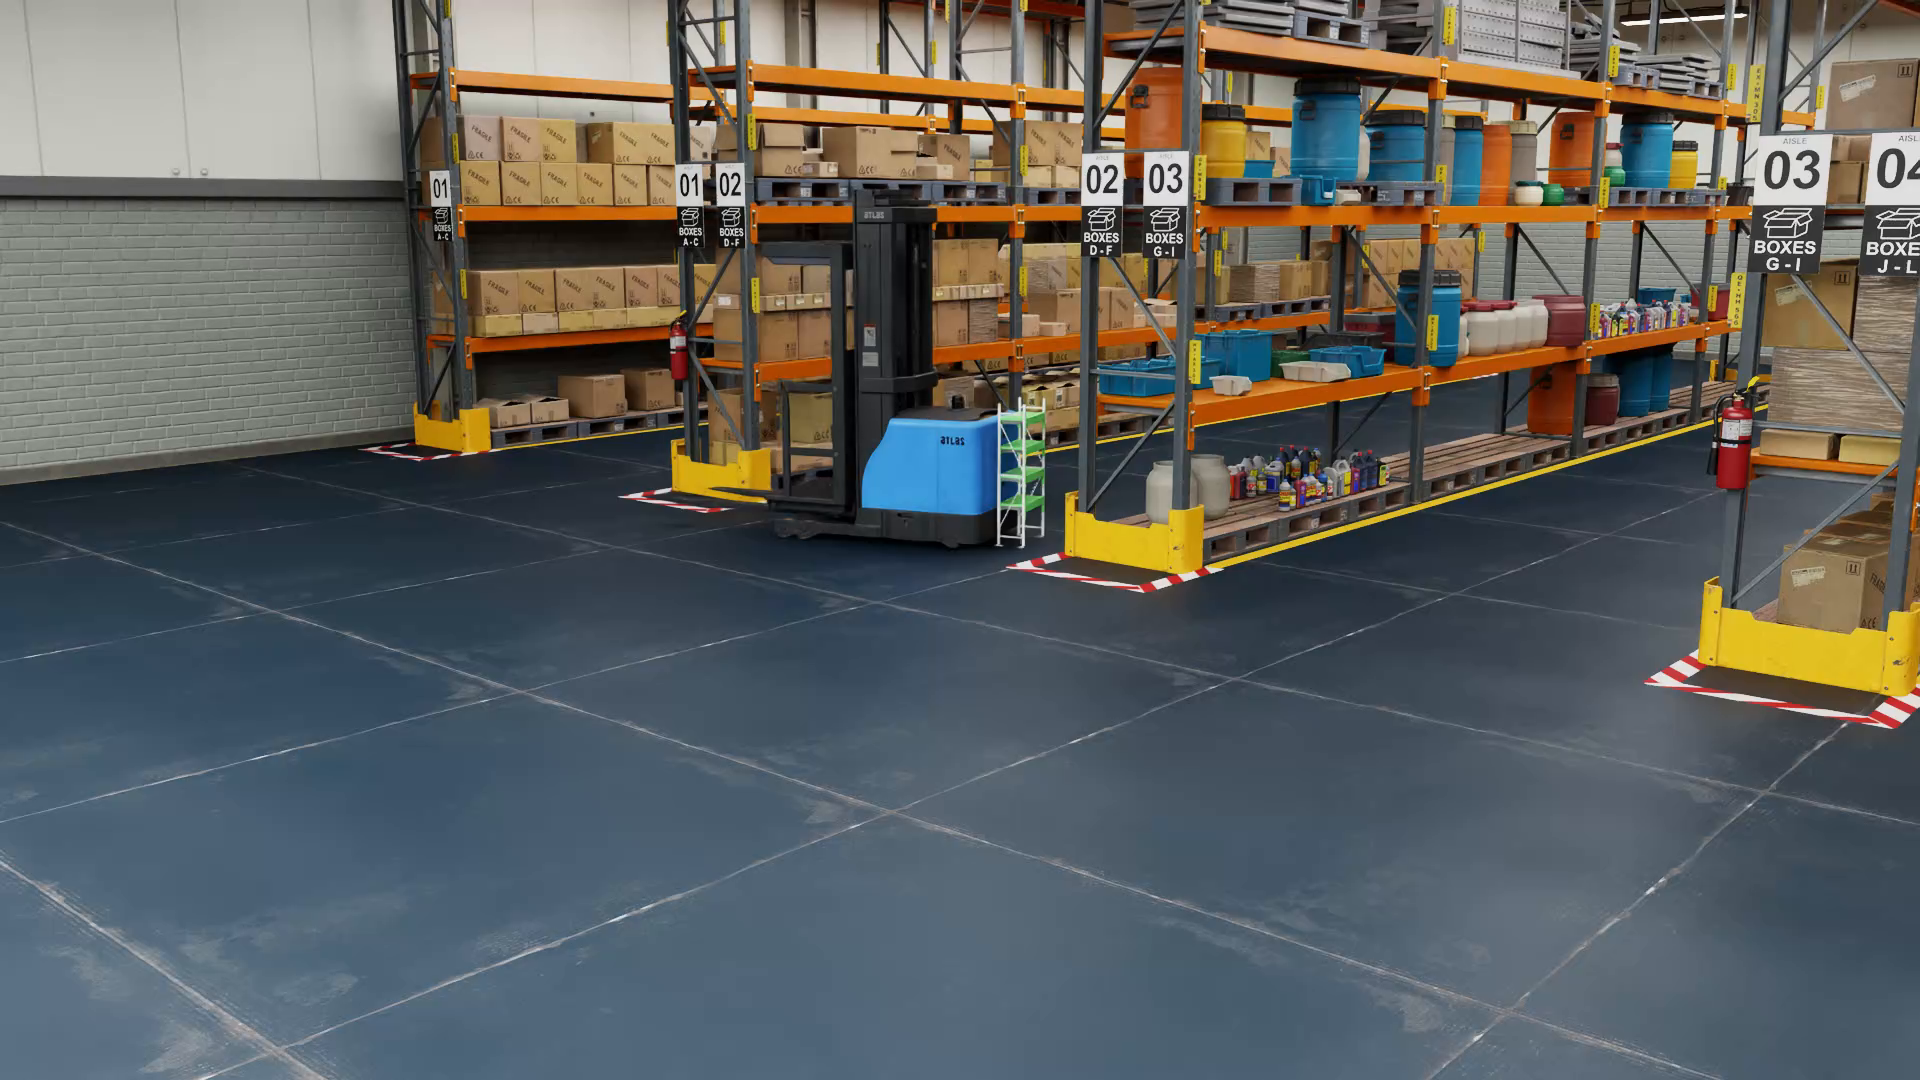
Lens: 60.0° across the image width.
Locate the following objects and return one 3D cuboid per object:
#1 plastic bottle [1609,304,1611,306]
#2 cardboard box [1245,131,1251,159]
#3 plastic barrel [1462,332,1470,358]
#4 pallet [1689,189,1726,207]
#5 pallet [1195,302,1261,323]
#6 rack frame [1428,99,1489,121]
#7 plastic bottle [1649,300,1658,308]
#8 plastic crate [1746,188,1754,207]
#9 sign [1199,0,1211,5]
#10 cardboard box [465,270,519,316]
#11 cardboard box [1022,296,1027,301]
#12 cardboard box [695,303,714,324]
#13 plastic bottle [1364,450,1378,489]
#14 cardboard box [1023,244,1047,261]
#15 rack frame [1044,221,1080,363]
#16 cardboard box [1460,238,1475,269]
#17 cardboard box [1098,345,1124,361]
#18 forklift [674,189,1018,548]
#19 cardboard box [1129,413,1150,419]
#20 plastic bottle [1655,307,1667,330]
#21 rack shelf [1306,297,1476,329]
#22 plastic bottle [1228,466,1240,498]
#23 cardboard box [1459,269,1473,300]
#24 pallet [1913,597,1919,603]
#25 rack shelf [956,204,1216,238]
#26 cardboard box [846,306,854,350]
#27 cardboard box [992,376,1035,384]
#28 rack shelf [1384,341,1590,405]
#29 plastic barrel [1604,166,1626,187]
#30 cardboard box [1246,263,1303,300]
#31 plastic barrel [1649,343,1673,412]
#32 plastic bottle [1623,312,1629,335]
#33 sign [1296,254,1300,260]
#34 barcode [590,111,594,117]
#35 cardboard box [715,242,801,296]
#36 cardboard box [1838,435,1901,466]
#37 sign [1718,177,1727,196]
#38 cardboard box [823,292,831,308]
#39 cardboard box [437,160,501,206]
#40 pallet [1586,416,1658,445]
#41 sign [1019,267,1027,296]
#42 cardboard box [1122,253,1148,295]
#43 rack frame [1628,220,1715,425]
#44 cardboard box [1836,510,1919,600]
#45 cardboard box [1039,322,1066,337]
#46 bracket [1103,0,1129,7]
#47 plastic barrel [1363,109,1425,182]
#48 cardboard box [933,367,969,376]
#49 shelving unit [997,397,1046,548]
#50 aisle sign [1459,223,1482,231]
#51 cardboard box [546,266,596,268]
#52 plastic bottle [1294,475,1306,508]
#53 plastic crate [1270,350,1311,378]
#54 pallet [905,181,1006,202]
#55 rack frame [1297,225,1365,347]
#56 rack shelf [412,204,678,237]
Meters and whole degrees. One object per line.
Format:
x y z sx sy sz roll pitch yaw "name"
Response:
8.360 -2.902 21.409 0.097 0.271 0.097 0 11 0 "plastic bottle"
3.561 -5.252 22.382 0.500 0.500 0.500 10 15 40 "cardboard box"
4.999 -1.981 16.824 0.301 0.262 0.301 0 11 0 "plastic barrel"
8.846 -4.301 20.912 1.213 0.211 1.003 10 15 40 "pallet"
3.326 -3.118 22.654 1.213 0.211 1.003 10 15 40 "pallet"
8.213 -7.222 27.396 1.000 3.000 0.127 10 15 40 "rack frame"
8.699 -2.841 20.901 0.144 0.351 0.185 10 15 40 "plastic bottle"
11.467 -5.026 24.390 0.497 0.269 0.590 10 15 40 "plastic crate"
1.780 -4.053 12.062 0.100 0.325 0.005 10 15 40 "sign"
-5.532 -2.902 19.498 0.500 0.500 0.500 10 15 40 "cardboard box"
0.967 -3.951 26.924 0.380 0.149 0.250 9 15 39 "cardboard box"
-3.517 -2.982 21.816 0.500 0.250 0.500 10 15 40 "cardboard box"
3.801 -0.659 15.491 0.144 0.351 0.185 9 15 39 "plastic bottle"
1.051 -4.653 26.871 0.500 0.250 0.500 10 15 41 "cardboard box"
1.849 -4.332 28.241 1.000 3.000 0.127 10 15 40 "rack frame"
8.125 -4.719 27.370 0.500 0.500 0.500 10 15 40 "cardboard box"
2.419 -3.409 28.929 0.700 0.500 0.500 10 15 41 "cardboard box"
-1.046 -1.534 14.407 3.031 2.935 1.130 5 12 22 "forklift"
2.096 -1.702 21.023 0.500 0.250 0.500 10 15 42 "cardboard box"
8.699 -2.762 20.700 0.152 0.276 0.135 10 15 40 "plastic bottle"
6.892 -3.633 26.581 1.077 0.370 4.000 10 15 40 "rack shelf"
2.439 -0.526 15.017 0.152 0.276 0.135 10 15 41 "plastic bottle"
8.121 -4.228 27.468 0.500 0.500 0.500 10 15 42 "cardboard box"
6.508 0.418 11.582 1.003 0.211 1.213 10 15 40 "pallet"
1.612 -3.927 20.394 1.077 0.370 4.000 10 15 40 "rack shelf"
-1.356 -2.193 17.276 0.700 0.500 0.500 10 15 41 "cardboard box"
0.682 -1.821 20.189 0.500 0.311 0.500 10 15 42 "cardboard box"
5.330 -1.815 17.479 1.077 0.370 4.000 10 15 40 "rack shelf"
7.522 -4.189 19.194 0.294 0.245 0.294 0 11 0 "plastic barrel"
4.452 -3.679 23.645 0.700 0.500 0.500 6 13 26 "cardboard box"
8.919 -2.150 21.603 0.600 0.901 0.708 10 15 40 "plastic barrel"
7.886 -2.571 19.752 0.097 0.271 0.097 0 11 0 "plastic bottle"
5.160 -4.185 25.298 0.100 0.325 0.005 10 15 40 "sign"
-4.673 -5.408 21.123 0.001 0.075 0.075 10 15 40 "barcode"
-1.996 -2.686 16.436 0.700 0.500 0.500 10 15 41 "cardboard box"
5.457 -0.533 9.863 0.380 0.149 0.250 10 15 40 "cardboard box"
9.703 -4.455 21.176 0.100 0.325 0.005 10 15 40 "sign"
-1.422 -2.436 16.838 0.380 0.149 0.250 9 15 39 "cardboard box"
-5.664 -4.113 19.181 0.500 0.500 0.500 10 15 42 "cardboard box"
7.945 -1.395 20.657 1.003 0.211 1.213 10 15 40 "pallet"
0.709 -2.907 18.694 0.100 0.325 0.005 10 15 40 "sign"
2.705 -4.663 29.135 0.980 0.700 0.700 9 15 39 "cardboard box"
9.291 -3.051 21.828 1.000 3.000 0.127 10 15 40 "rack frame"
6.311 0.103 11.347 0.500 0.500 0.500 -10 15 -42 "cardboard box"
1.030 -2.496 19.689 0.380 0.149 0.250 10 15 40 "cardboard box"
3.902 -9.648 30.350 0.076 0.066 4.783 10 15 40 "bracket"
4.182 -3.694 16.107 0.600 0.901 0.708 10 15 40 "plastic barrel"
-0.250 -1.712 19.160 0.500 0.500 0.500 10 15 40 "cardboard box"
0.519 -0.575 14.029 0.258 1.200 0.503 5 12 22 "shelving unit"
8.488 -5.526 27.581 0.394 0.787 0.004 10 15 40 "aisle sign"
-4.911 -3.191 20.945 0.500 0.500 0.500 10 15 41 "cardboard box"
2.963 -0.427 14.500 0.061 0.283 0.133 10 15 41 "plastic bottle"
2.902 -1.607 15.139 0.450 0.188 0.662 10 15 40 "plastic crate"
-0.252 -3.814 18.214 1.003 0.211 1.213 10 15 40 "pallet"
5.572 -3.692 25.037 1.000 3.000 0.127 10 15 40 "rack frame"
-4.752 -3.979 20.652 1.077 0.370 4.000 10 15 40 "rack shelf"
